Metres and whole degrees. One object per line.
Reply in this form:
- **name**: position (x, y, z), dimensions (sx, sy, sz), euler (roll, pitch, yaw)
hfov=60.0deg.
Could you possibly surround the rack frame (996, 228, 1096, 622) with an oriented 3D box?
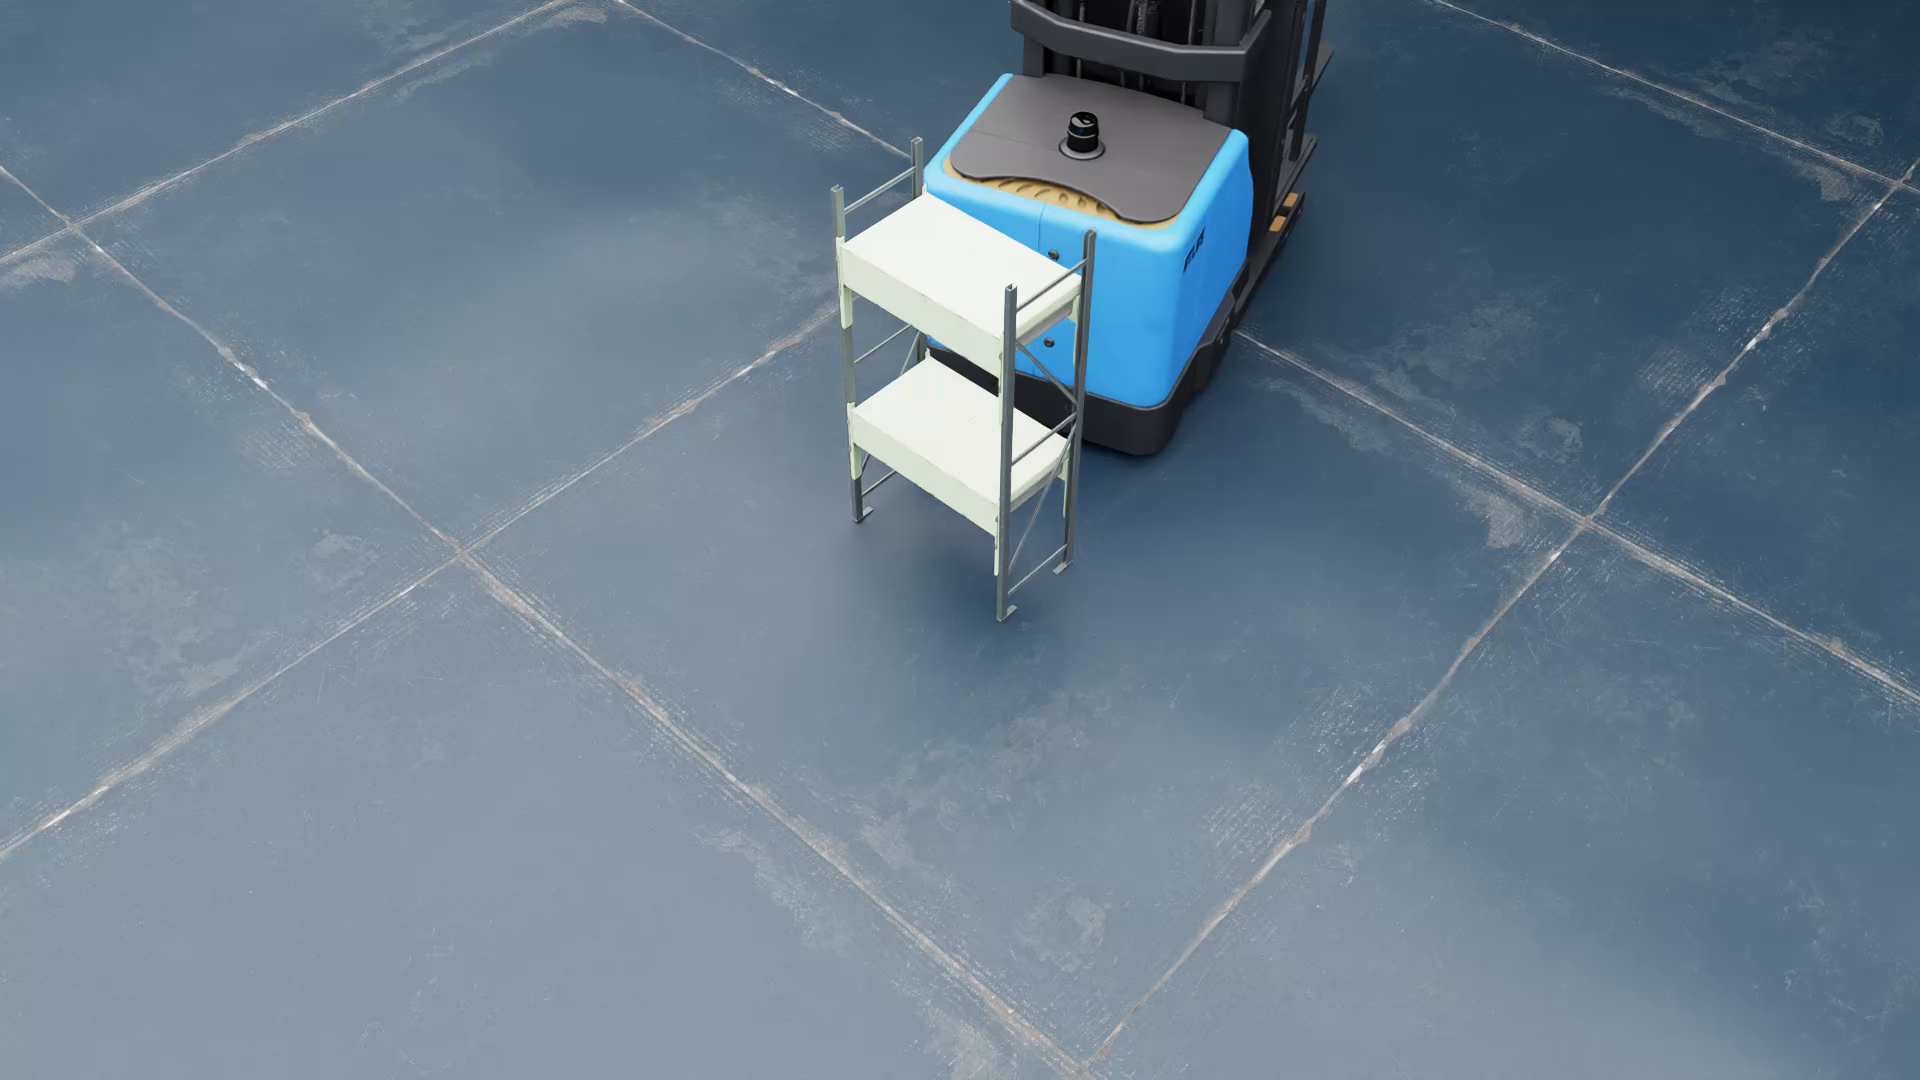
- **rack frame**: position (0.274, -0.329, 5.530), dimensions (0.023, 1.500, 0.400), euler (34, 55, 28)

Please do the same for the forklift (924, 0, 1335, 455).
- **forklift**: position (0.916, -2.419, 6.511), dimensions (1.130, 2.935, 3.031), euler (19, 50, 17)

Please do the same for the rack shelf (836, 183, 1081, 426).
- **rack shelf**: position (0.005, -0.777, 5.416), dimensions (0.720, 0.370, 0.431), euler (34, 55, 28)

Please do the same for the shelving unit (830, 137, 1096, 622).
- **shelving unit**: position (0.005, -0.510, 5.700), dimensions (0.755, 1.500, 0.431), euler (34, 55, 28)

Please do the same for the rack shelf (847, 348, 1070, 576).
- **rack shelf**: position (0.005, -0.287, 5.938), dimensions (0.720, 0.370, 0.431), euler (34, 55, 28)

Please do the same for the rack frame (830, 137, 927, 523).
- **rack frame**: position (-0.264, -0.691, 5.870), dimensions (0.023, 1.500, 0.400), euler (34, 55, 28)
